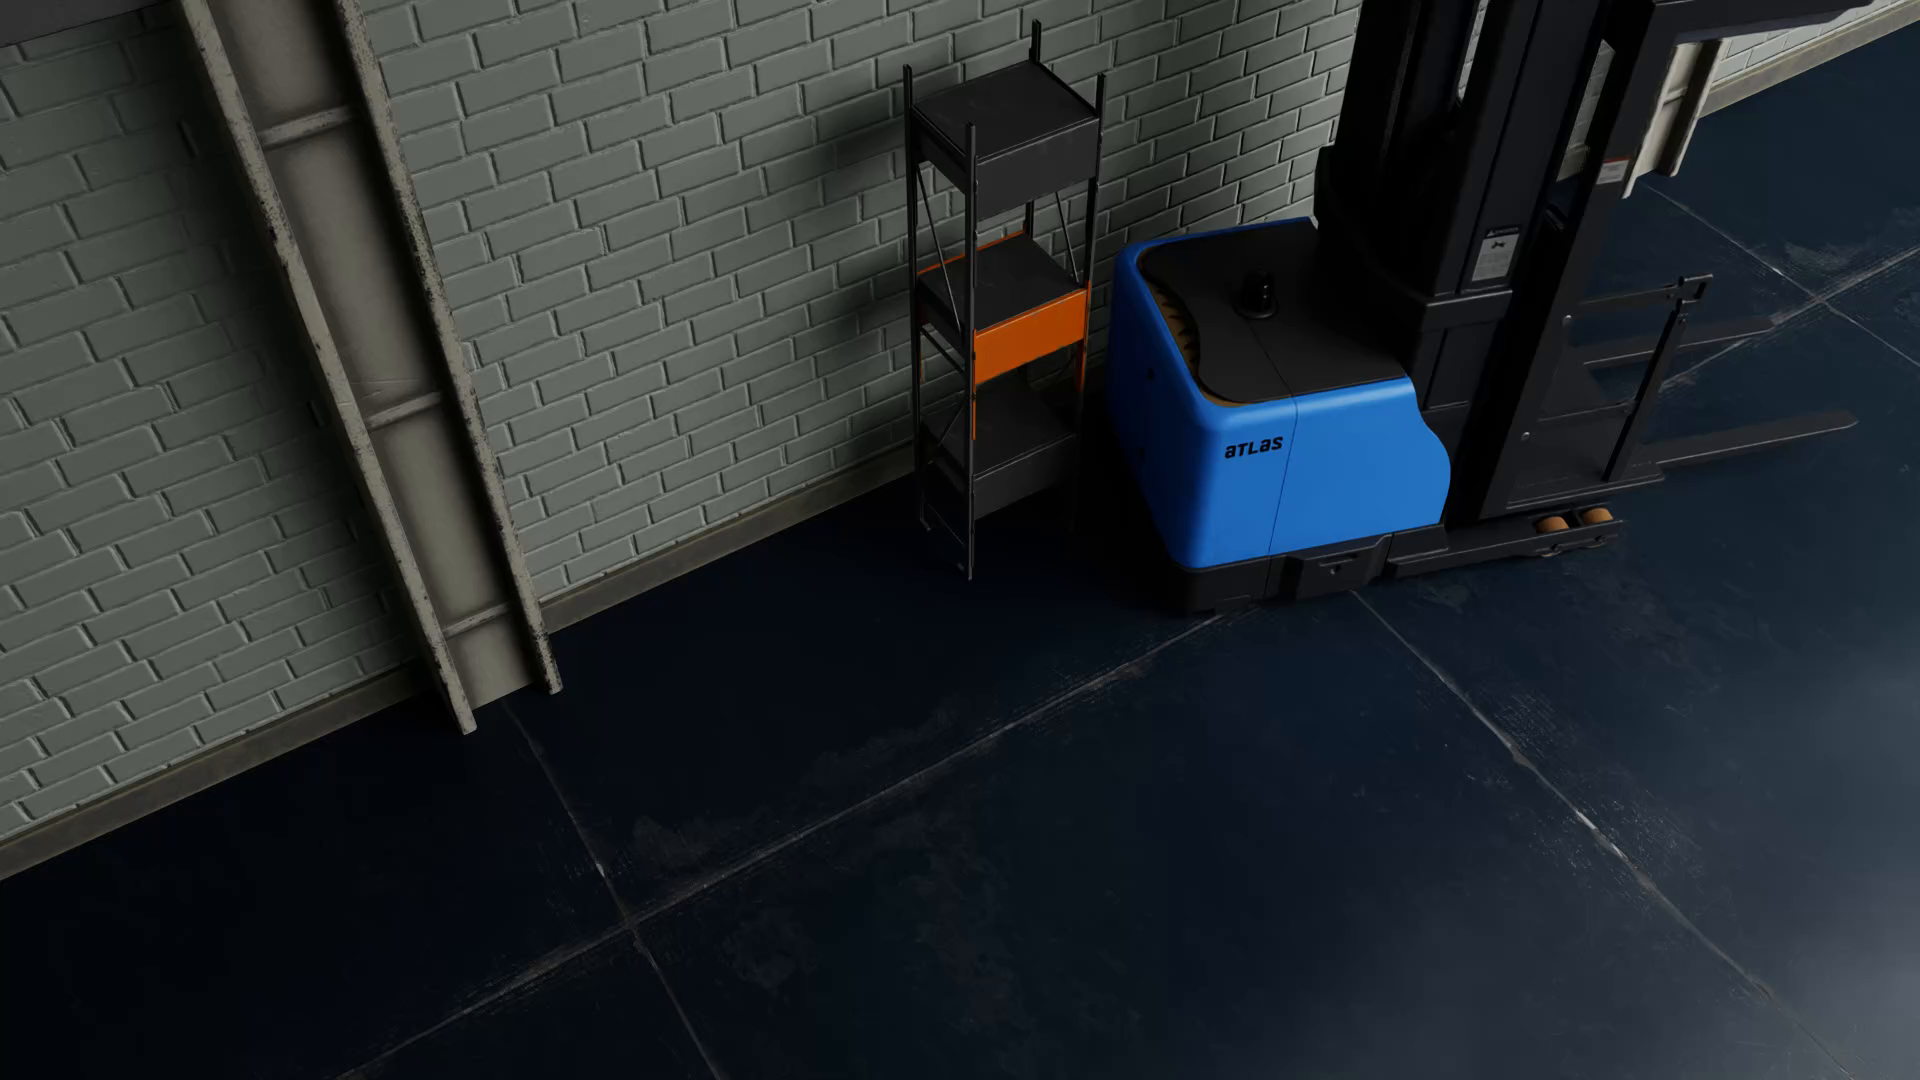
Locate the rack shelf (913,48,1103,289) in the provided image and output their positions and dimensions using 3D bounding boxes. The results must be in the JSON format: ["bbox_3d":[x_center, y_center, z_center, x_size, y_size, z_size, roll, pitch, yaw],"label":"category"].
[{"bbox_3d":[0.140,-1.221,5.457,0.480,0.518,0.431,-25,53,-21],"label":"rack shelf"}]

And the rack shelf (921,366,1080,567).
[{"bbox_3d":[0.140,-0.290,6.503,0.480,0.518,0.431,-25,53,-21],"label":"rack shelf"}]

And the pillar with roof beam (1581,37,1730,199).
[{"bbox_3d":[5.644,-2.128,2.564,0.400,9.000,9.100,-25,53,-21],"label":"pillar with roof beam"}]

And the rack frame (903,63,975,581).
[{"bbox_3d":[-0.066,-0.667,5.883,0.015,2.100,0.400,-25,53,-21],"label":"rack frame"}]

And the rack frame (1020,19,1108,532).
[{"bbox_3d":[0.346,-0.862,6.057,0.015,2.100,0.400,-25,53,-21],"label":"rack frame"}]

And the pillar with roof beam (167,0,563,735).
[{"bbox_3d":[0.570,0.263,0.435,0.400,9.000,9.100,-25,53,-21],"label":"pillar with roof beam"}]

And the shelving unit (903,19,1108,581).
[{"bbox_3d":[0.140,-0.764,5.970,0.503,2.100,0.431,-25,53,-21],"label":"shelving unit"}]

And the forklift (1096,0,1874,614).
[{"bbox_3d":[2.142,-1.283,5.875,3.031,2.935,1.130,-10,49,-9],"label":"forklift"}]

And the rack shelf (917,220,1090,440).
[{"bbox_3d":[0.140,-0.755,5.980,0.480,0.518,0.431,-25,53,-21],"label":"rack shelf"}]
